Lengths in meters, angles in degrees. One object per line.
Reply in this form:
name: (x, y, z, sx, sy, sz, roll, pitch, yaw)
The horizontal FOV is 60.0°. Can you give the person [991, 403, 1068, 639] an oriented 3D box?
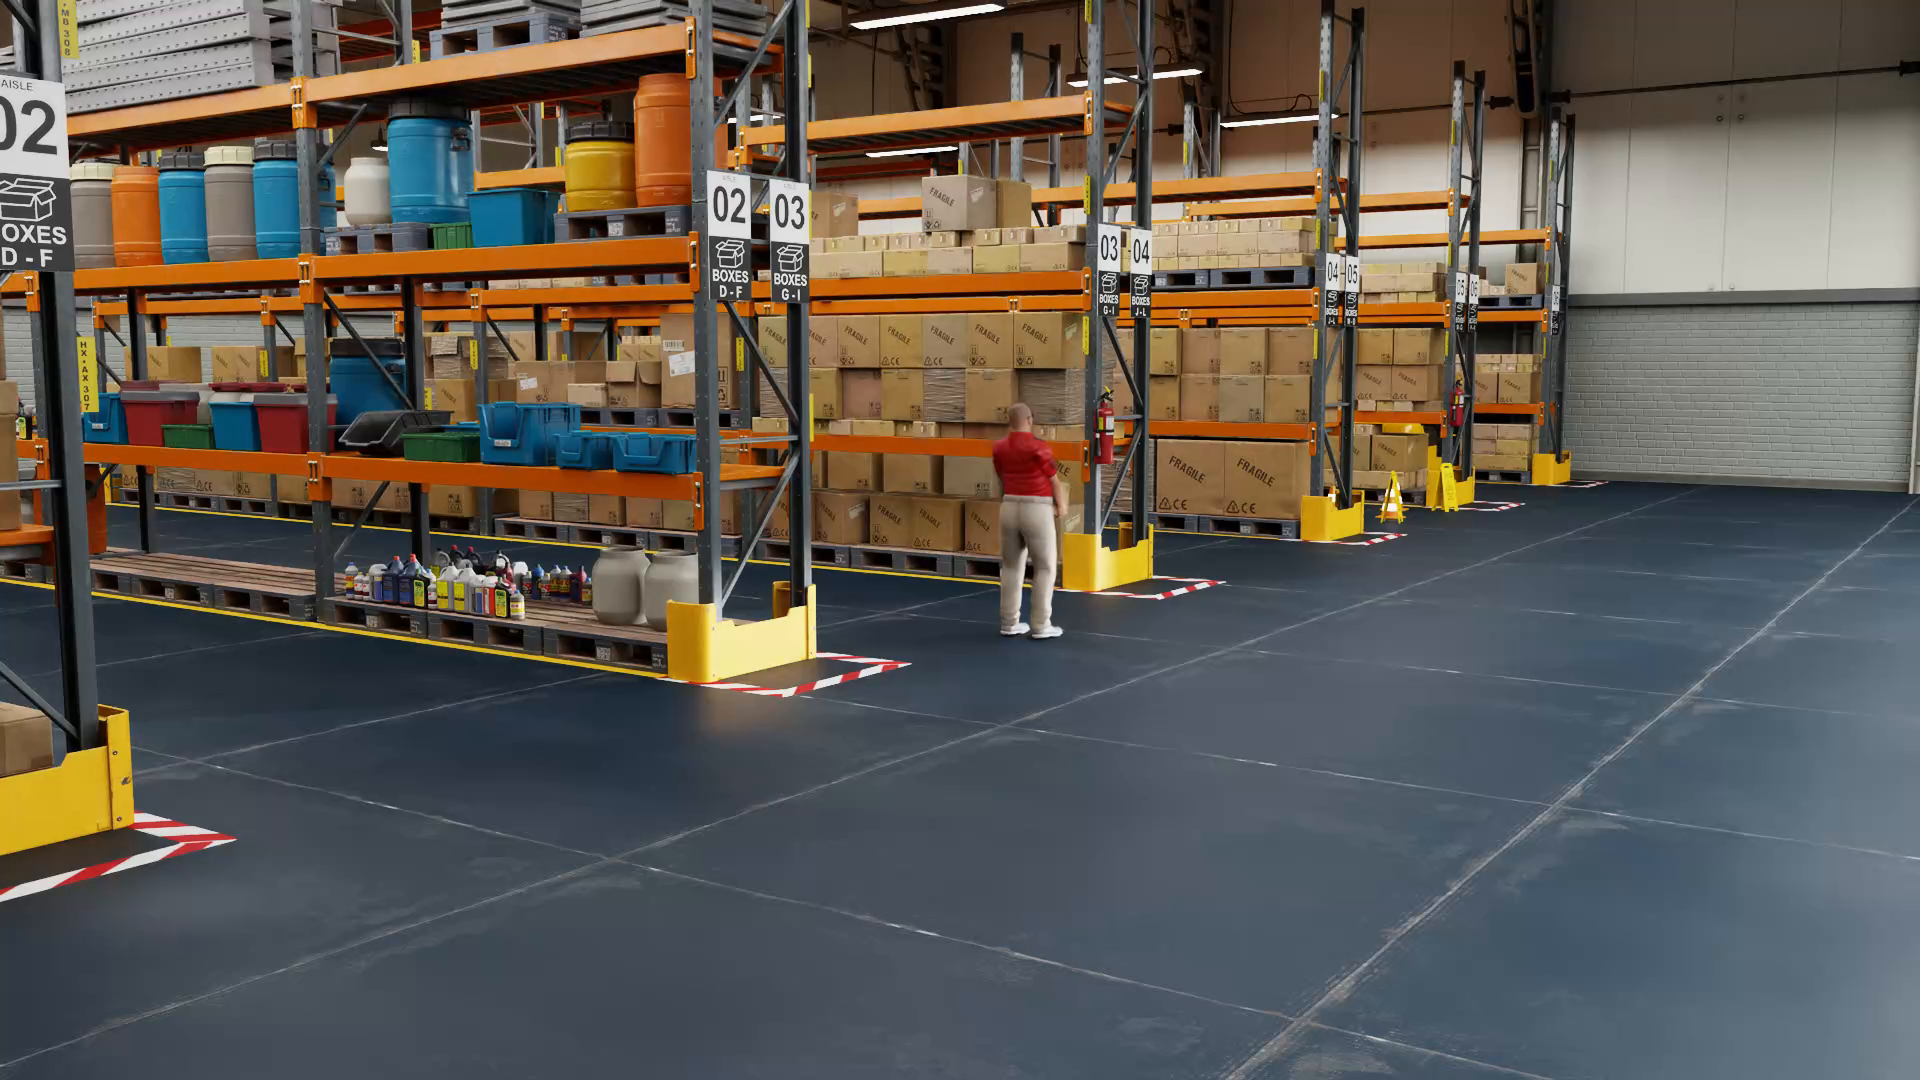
person: (0.528, -0.154, 12.274, 0.499, 1.720, 0.529, 4, 7, 33)
